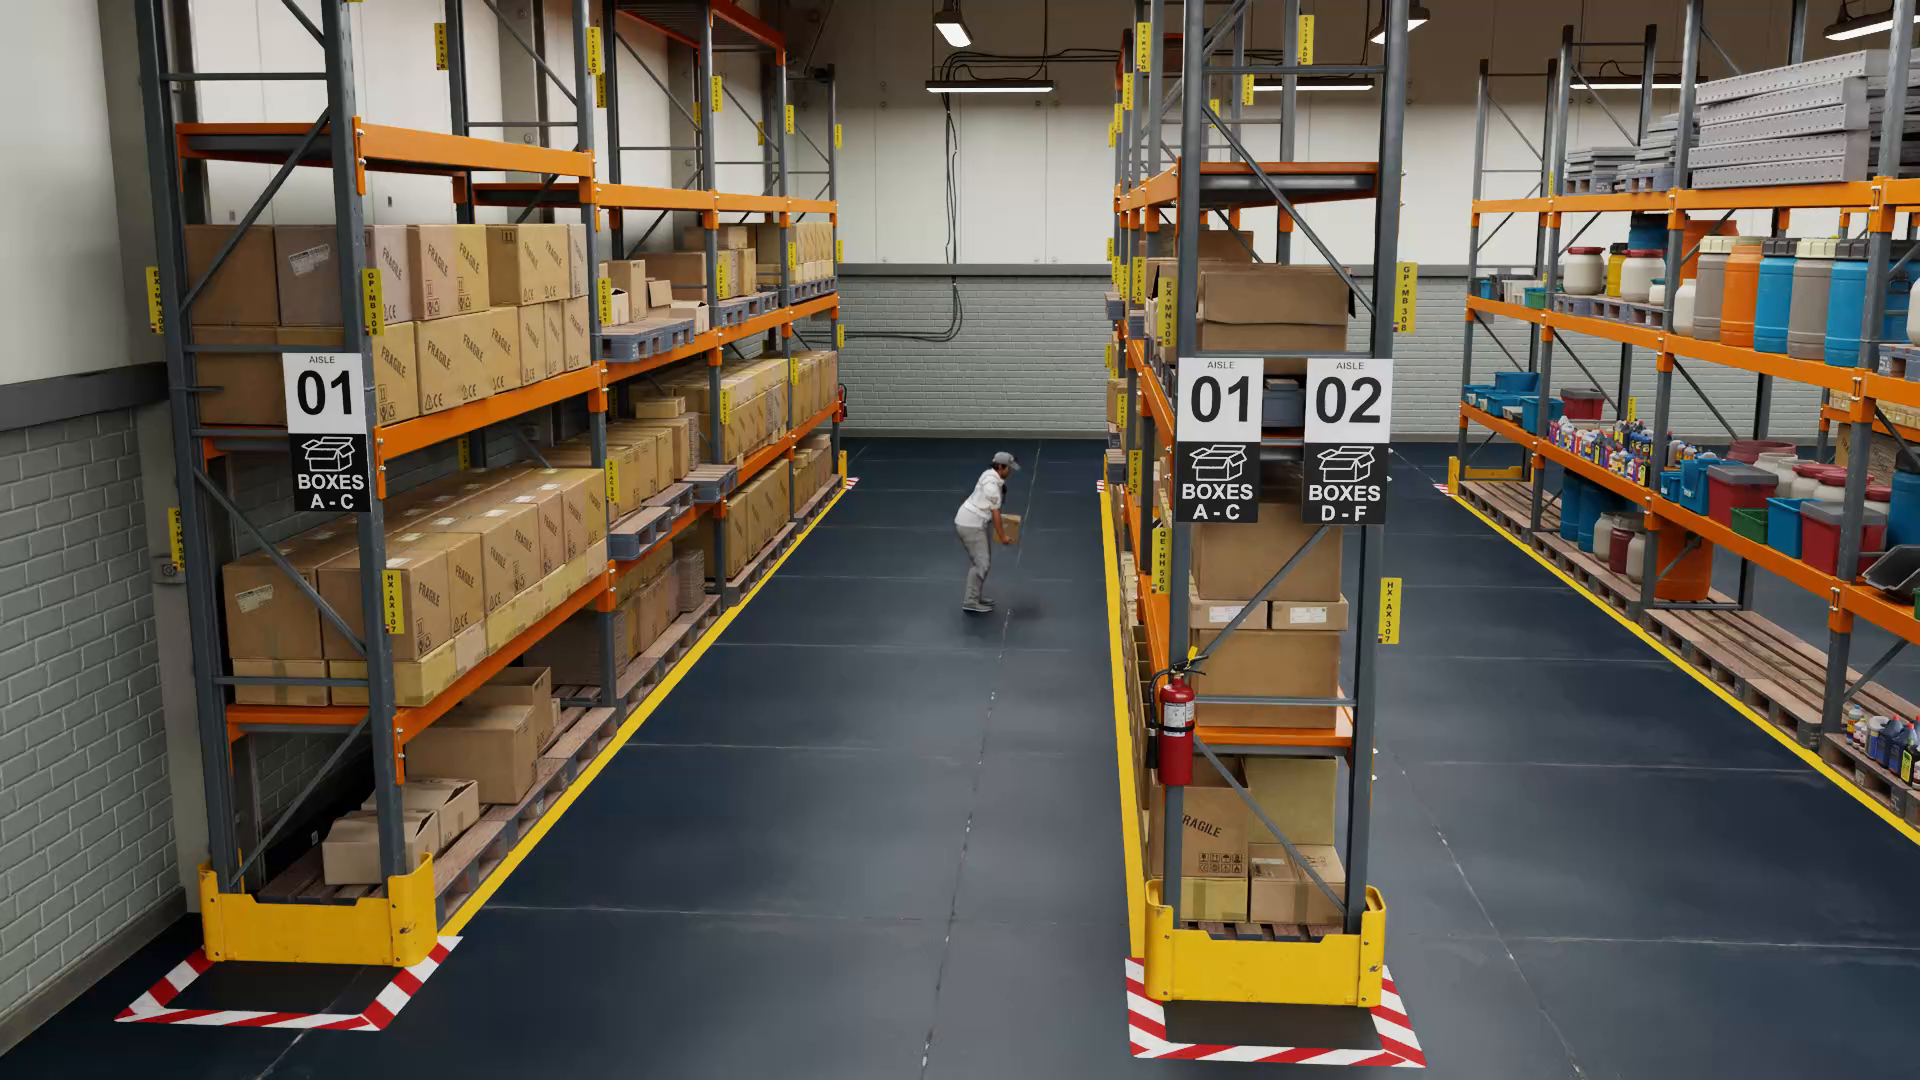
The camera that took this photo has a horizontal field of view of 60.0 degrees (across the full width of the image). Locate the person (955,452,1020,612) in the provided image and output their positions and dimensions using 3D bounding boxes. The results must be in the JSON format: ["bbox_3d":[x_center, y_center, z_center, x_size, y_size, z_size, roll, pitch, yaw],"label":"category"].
[{"bbox_3d":[0.273,-0.094,16.627,0.654,1.594,0.452,1,11,3],"label":"person"}]
